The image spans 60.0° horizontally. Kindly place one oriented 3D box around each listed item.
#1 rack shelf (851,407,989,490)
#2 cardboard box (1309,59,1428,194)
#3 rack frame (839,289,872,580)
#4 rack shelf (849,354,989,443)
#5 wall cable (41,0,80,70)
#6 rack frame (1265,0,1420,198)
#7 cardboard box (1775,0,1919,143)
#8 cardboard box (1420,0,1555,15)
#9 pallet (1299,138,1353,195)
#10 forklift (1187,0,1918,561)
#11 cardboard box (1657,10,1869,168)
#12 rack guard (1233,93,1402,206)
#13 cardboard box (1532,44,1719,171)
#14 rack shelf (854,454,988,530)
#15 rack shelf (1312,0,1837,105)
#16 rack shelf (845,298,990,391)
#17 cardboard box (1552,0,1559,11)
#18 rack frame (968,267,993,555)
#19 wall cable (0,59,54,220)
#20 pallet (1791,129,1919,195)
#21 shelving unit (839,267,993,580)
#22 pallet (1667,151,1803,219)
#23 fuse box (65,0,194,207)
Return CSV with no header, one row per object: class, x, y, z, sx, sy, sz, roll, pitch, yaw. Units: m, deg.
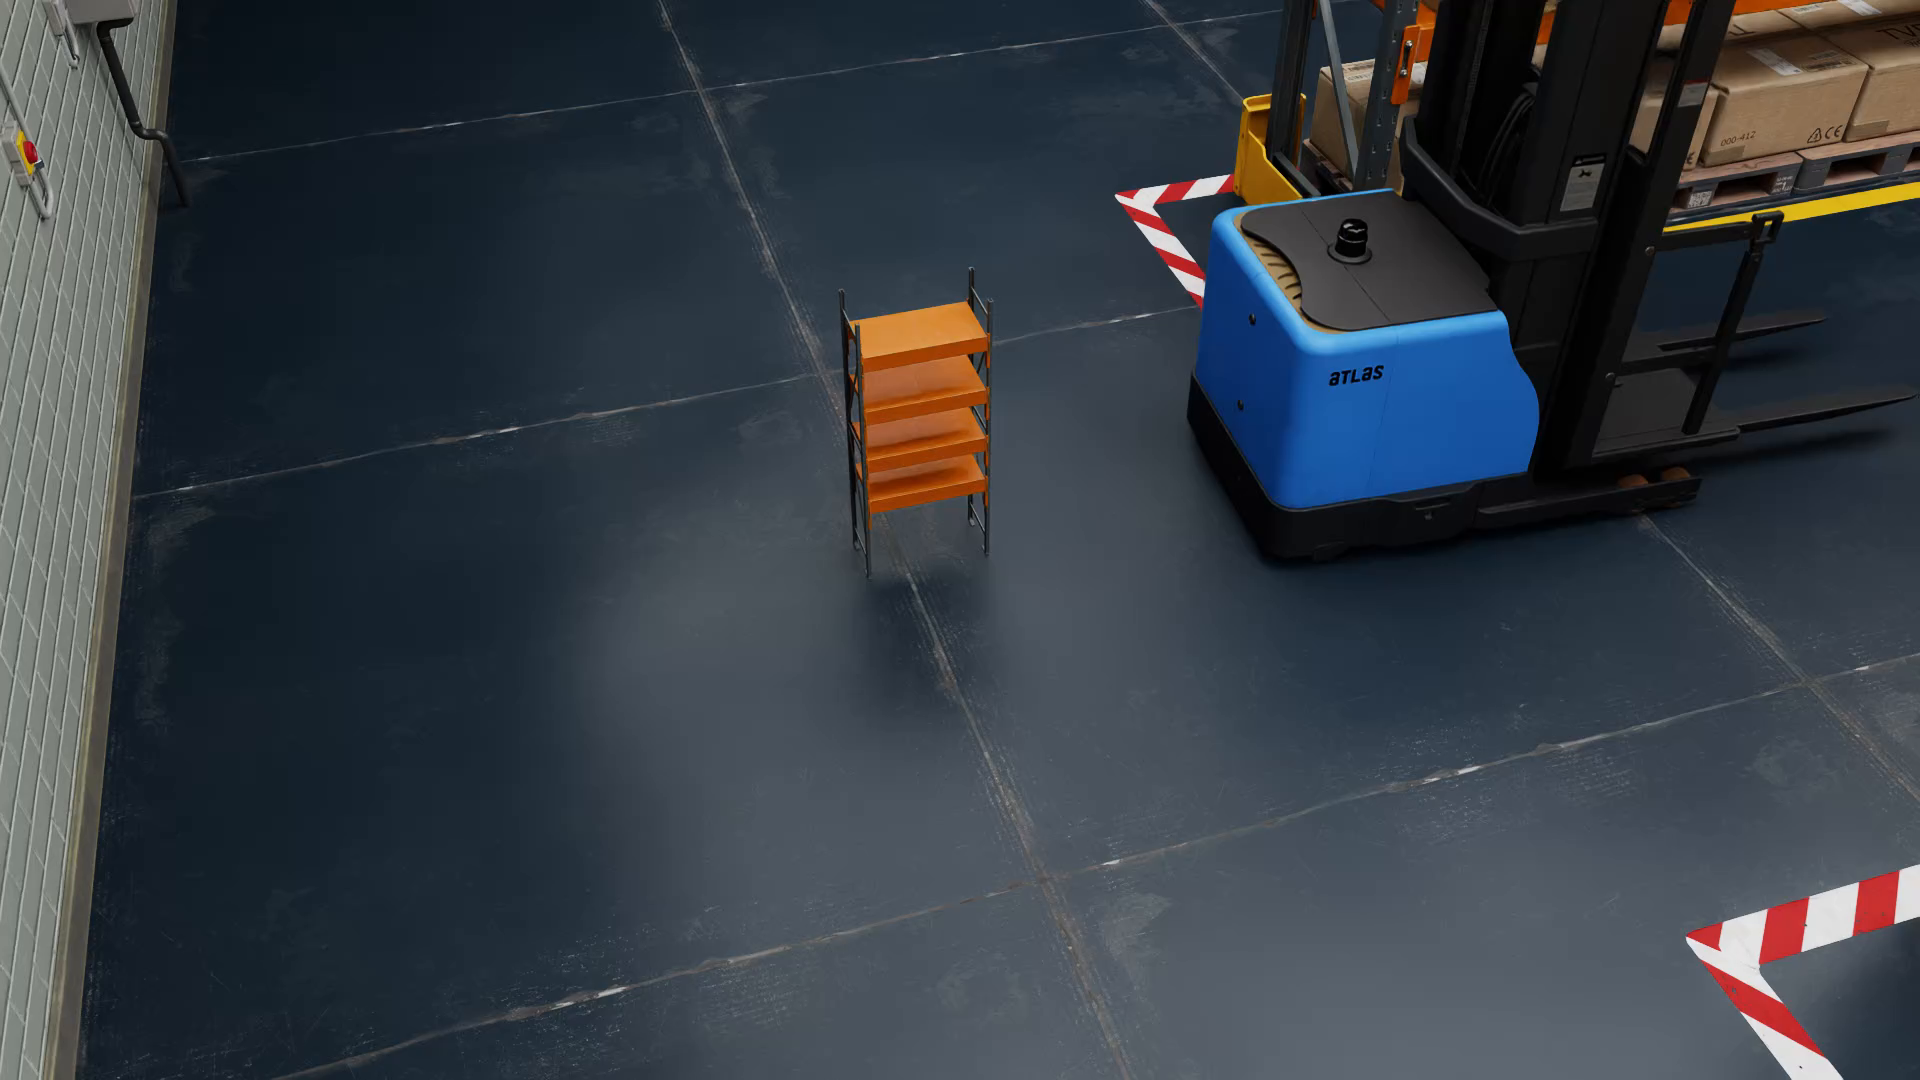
rack shelf,-0.158,-0.368,6.362,0.480,0.148,0.258,-12,42,-13
cardboard box,2.405,-2.093,8.494,0.875,0.438,0.875,-13,43,-15
rack frame,-0.391,-0.371,6.263,0.015,1.200,0.240,-12,42,-13
rack shelf,-0.158,-0.537,6.215,0.480,0.148,0.258,-12,42,-13
wall cable,-4.003,-2.848,6.958,0.122,1.984,0.588,-12,42,-13
rack frame,1.806,-2.707,7.568,0.127,3.000,1.000,-12,42,-13
cardboard box,4.990,-2.634,9.113,0.875,0.438,0.875,-12,43,-14
cardboard box,2.350,-2.659,7.438,0.500,0.500,0.500,-12,43,-13
pallet,2.545,-1.864,8.723,1.213,0.211,1.003,-12,42,-13
forklift,2.564,-1.538,6.283,3.031,2.935,1.130,-9,42,-10
cardboard box,4.136,-2.456,8.910,0.875,0.438,0.875,-13,43,-14
rack guard,1.783,-1.761,8.385,0.348,0.500,1.175,-12,42,-13
cardboard box,3.275,-2.279,8.707,0.875,0.438,0.875,-11,42,-12
rack shelf,-0.158,-0.219,6.493,0.480,0.148,0.258,-12,42,-13
rack shelf,3.713,-2.831,8.257,4.000,0.370,1.077,-12,42,-13
rack shelf,-0.158,-0.715,6.059,0.480,0.148,0.258,-12,42,-13
cardboard box,2.824,-2.777,7.572,0.500,0.500,0.500,-12,43,-14
rack frame,0.075,-0.467,6.373,0.015,1.200,0.240,-12,42,-13
wall cable,-3.566,-1.972,5.931,0.123,1.953,0.585,-12,42,-13
pallet,4.872,-2.346,9.275,1.213,0.211,1.003,-12,42,-13
shelving unit,-0.158,-0.419,6.318,0.503,1.200,0.258,-12,42,-13
pallet,3.706,-2.102,8.996,1.213,0.211,1.003,-12,42,-13
fuse box,-4.058,-2.440,8.242,0.414,1.711,0.539,-12,42,-13
